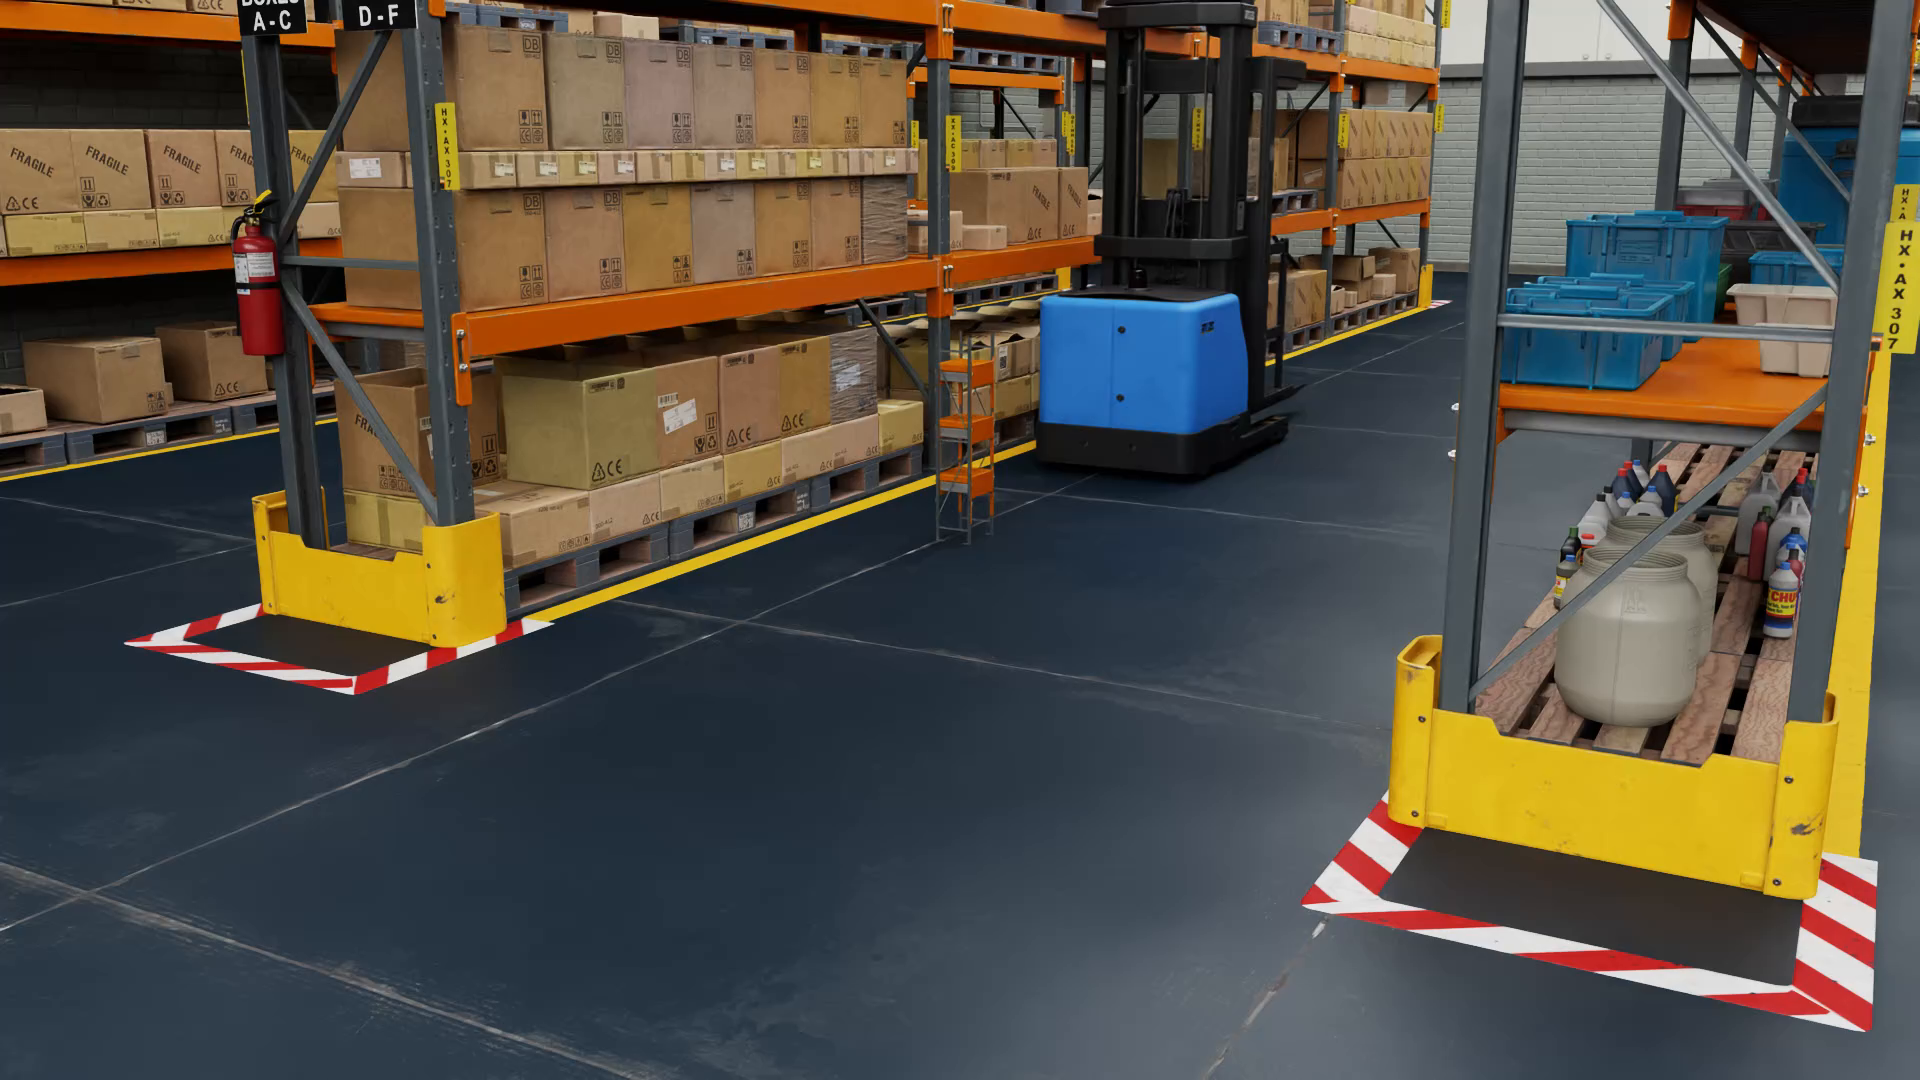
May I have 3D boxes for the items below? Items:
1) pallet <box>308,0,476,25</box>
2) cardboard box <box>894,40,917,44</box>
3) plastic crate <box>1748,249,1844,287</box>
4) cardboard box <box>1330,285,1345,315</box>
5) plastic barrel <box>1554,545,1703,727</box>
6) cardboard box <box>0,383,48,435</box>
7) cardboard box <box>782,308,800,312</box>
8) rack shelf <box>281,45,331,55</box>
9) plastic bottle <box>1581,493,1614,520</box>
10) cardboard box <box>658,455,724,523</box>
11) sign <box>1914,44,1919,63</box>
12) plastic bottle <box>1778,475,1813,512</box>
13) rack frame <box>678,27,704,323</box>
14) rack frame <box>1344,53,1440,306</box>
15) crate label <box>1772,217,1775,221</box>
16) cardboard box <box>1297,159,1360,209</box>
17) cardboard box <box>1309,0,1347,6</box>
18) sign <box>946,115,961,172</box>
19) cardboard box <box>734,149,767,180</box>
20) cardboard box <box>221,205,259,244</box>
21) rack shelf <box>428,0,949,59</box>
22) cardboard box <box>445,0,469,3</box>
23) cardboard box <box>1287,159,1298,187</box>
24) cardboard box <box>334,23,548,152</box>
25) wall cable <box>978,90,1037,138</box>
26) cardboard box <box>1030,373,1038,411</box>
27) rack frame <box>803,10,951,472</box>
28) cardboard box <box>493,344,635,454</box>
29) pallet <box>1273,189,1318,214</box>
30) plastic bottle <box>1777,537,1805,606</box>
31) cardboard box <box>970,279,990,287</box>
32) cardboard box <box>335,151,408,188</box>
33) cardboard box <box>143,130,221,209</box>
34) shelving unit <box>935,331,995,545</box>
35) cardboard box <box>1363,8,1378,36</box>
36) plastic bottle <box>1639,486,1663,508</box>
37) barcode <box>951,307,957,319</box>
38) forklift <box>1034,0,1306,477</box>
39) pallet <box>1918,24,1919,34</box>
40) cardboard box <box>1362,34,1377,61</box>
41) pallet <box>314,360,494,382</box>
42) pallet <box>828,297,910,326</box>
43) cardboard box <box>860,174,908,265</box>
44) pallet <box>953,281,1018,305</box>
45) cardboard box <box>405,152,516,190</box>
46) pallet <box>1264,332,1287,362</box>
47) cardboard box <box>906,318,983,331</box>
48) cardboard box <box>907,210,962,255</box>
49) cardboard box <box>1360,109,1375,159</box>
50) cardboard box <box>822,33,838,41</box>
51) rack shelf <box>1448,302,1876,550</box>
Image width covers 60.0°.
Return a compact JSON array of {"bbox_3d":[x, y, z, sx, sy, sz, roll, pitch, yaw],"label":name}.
[{"bbox_3d":[-4.472,-3.985,12.663,1.213,0.211,1.003,7,15,28],"label":"pallet"},{"bbox_3d":[-0.432,-5.895,19.394,0.500,0.250,0.500,7,15,28],"label":"cardboard box"},{"bbox_3d":[3.511,-1.051,6.809,0.499,0.251,0.616,7,15,28],"label":"plastic crate"},{"bbox_3d":[3.734,-2.552,17.519,0.500,0.311,0.500,7,15,28],"label":"cardboard box"},{"bbox_3d":[2.126,0.301,5.295,0.421,0.512,0.421,0,14,0],"label":"plastic barrel"},{"bbox_3d":[-6.109,-0.838,10.408,0.500,0.311,0.500,9,16,33],"label":"cardboard box"},{"bbox_3d":[-2.031,-2.798,17.430,0.750,0.750,0.750,7,15,28],"label":"cardboard box"},{"bbox_3d":[-3.897,-4.022,13.952,1.077,0.370,4.000,7,15,28],"label":"rack shelf"},{"bbox_3d":[2.669,-0.024,6.947,0.144,0.351,0.185,8,16,30],"label":"plastic bottle"},{"bbox_3d":[-1.525,-0.280,8.265,0.500,0.250,0.500,7,15,28],"label":"cardboard box"},{"bbox_3d":[10.099,-5.191,17.489,0.100,0.325,0.005,7,15,28],"label":"sign"},{"bbox_3d":[3.657,-0.103,7.273,0.144,0.351,0.185,7,15,25],"label":"plastic bottle"},{"bbox_3d":[-2.930,-3.324,15.921,1.000,3.000,0.127,7,15,28],"label":"rack frame"},{"bbox_3d":[5.275,-4.405,20.404,1.000,3.000,0.127,7,15,28],"label":"rack frame"},{"bbox_3d":[5.025,-2.045,10.542,0.502,0.435,0.616,7,15,28],"label":"crate label"},{"bbox_3d":[3.827,-3.706,17.294,0.500,0.500,0.500,8,16,30],"label":"cardboard box"},{"bbox_3d":[3.543,-5.681,16.951,0.700,0.500,0.500,7,15,28],"label":"cardboard box"},{"bbox_3d":[-0.039,-2.340,9.822,0.100,0.325,0.005,7,15,28],"label":"sign"},{"bbox_3d":[-1.210,-1.912,8.465,0.380,0.149,0.250,8,16,30],"label":"cardboard box"},{"bbox_3d":[-5.075,-2.207,11.566,0.500,0.250,0.500,7,15,28],"label":"cardboard box"},{"bbox_3d":[-1.492,-2.641,8.223,1.077,0.370,4.000,7,15,28],"label":"rack shelf"},{"bbox_3d":[-4.232,-4.352,13.078,0.500,0.311,0.500,8,16,30],"label":"cardboard box"},{"bbox_3d":[3.359,-3.764,17.534,0.500,0.500,0.500,8,16,29],"label":"cardboard box"},{"bbox_3d":[-2.197,-1.907,7.061,0.700,0.500,0.500,7,15,28],"label":"cardboard box"},{"bbox_3d":[0.728,-5.829,24.144,0.084,1.984,1.851,7,15,28],"label":"wall cable"},{"bbox_3d":[0.383,-1.076,11.568,0.500,0.250,0.500,7,15,26],"label":"cardboard box"},{"bbox_3d":[-0.526,-1.943,10.192,1.000,3.000,0.127,7,15,28],"label":"rack frame"},{"bbox_3d":[-1.990,-0.705,8.427,0.500,0.500,0.500,7,15,28],"label":"cardboard box"},{"bbox_3d":[2.860,-3.339,16.394,1.003,0.211,1.213,7,15,28],"label":"pallet"},{"bbox_3d":[3.238,0.125,6.498,0.097,0.271,0.097,0,14,0],"label":"plastic bottle"},{"bbox_3d":[-0.049,-3.483,21.019,0.700,0.500,0.500,8,16,29],"label":"cardboard box"},{"bbox_3d":[-2.441,-1.586,7.115,0.380,0.149,0.250,7,15,27],"label":"cardboard box"},{"bbox_3d":[-5.311,-2.467,11.046,0.500,0.500,0.500,7,15,26],"label":"cardboard box"},{"bbox_3d":[0.026,-0.521,8.456,0.215,1.050,0.252,7,15,28],"label":"shelving unit"},{"bbox_3d":[4.034,-5.387,17.331,0.500,0.250,0.500,7,15,28],"label":"cardboard box"},{"bbox_3d":[3.091,-0.106,7.457,0.097,0.271,0.097,0,14,0],"label":"plastic bottle"},{"bbox_3d":[-0.038,-1.413,10.342,0.001,0.075,0.075,7,15,28],"label":"barcode"},{"bbox_3d":[1.585,-2.101,10.993,1.130,2.935,3.031,7,15,27],"label":"forklift"},{"bbox_3d":[6.837,-3.984,12.660,1.003,0.211,1.213,7,15,28],"label":"pallet"},{"bbox_3d":[4.039,-5.143,17.387,0.500,0.250,0.500,7,15,28],"label":"cardboard box"},{"bbox_3d":[-4.489,-1.308,13.507,1.003,0.211,1.213,7,15,28],"label":"pallet"},{"bbox_3d":[-1.303,-2.622,18.960,1.003,0.211,1.213,7,15,28],"label":"pallet"},{"bbox_3d":[-0.735,-1.900,9.800,0.700,0.500,0.500,7,15,27],"label":"cardboard box"},{"bbox_3d":[0.028,-3.187,21.304,1.003,0.211,1.213,7,15,28],"label":"pallet"},{"bbox_3d":[-2.081,-1.542,6.933,0.380,0.149,0.250,7,15,28],"label":"cardboard box"},{"bbox_3d":[2.393,-1.806,15.575,1.003,0.211,1.213,7,15,28],"label":"pallet"},{"bbox_3d":[-0.091,-1.408,11.748,0.500,0.311,0.500,7,15,28],"label":"cardboard box"},{"bbox_3d":[-0.326,-1.976,10.649,0.500,0.250,0.500,9,16,32],"label":"cardboard box"},{"bbox_3d":[4.065,-4.289,17.579,0.500,0.500,0.500,7,15,26],"label":"cardboard box"},{"bbox_3d":[-1.730,-5.576,17.709,0.700,0.500,0.500,7,15,27],"label":"cardboard box"},{"bbox_3d":[2.842,-0.621,6.243,1.077,0.370,4.000,7,15,28],"label":"rack shelf"}]
